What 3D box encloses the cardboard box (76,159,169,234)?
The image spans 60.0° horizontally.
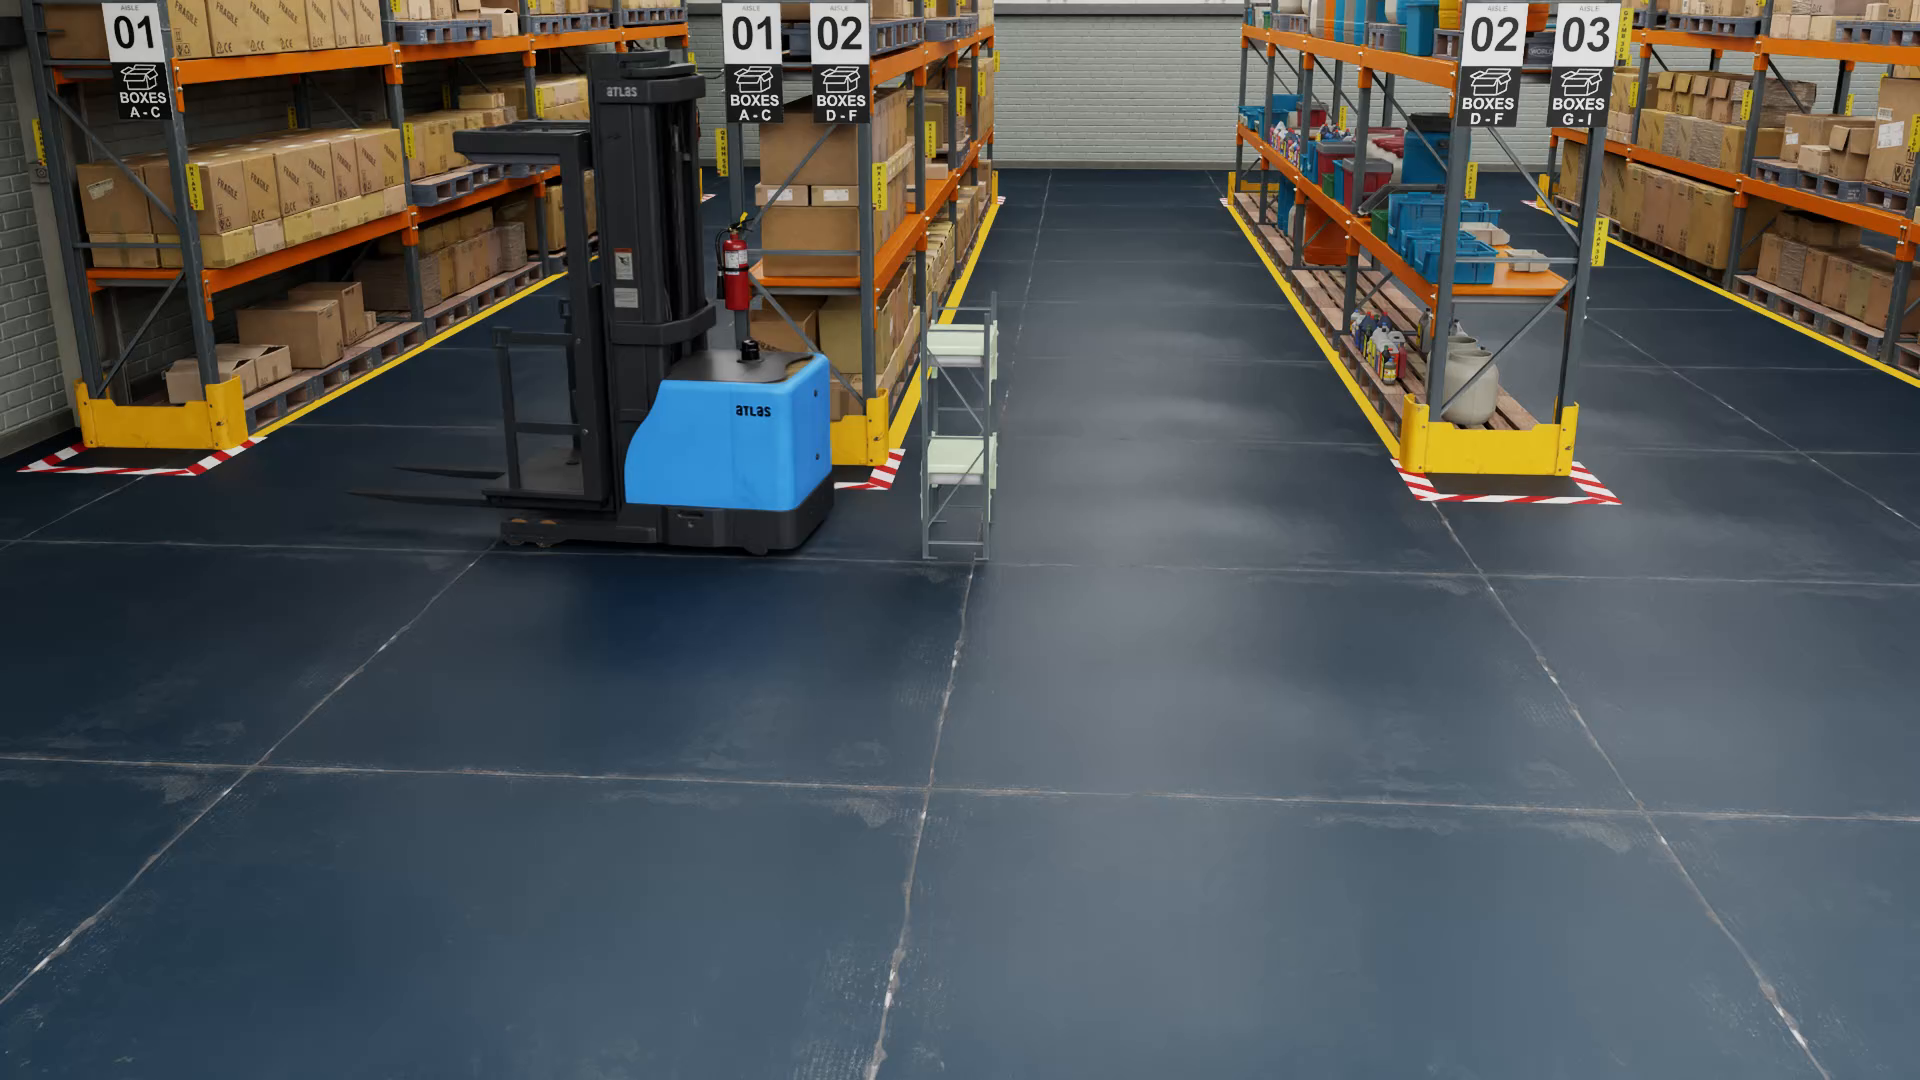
[{"bbox_3d":[-6.235,-2.589,12.512,0.500,0.500,0.500,1,18,3],"label":"cardboard box"}]

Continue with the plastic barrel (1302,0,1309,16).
[{"bbox_3d":[4.376,-6.651,20.192,0.433,0.535,0.433,0,18,0],"label":"plastic barrel"}]

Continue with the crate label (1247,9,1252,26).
[{"bbox_3d":[4.584,-7.967,25.342,0.408,0.251,0.502,1,18,4],"label":"crate label"}]

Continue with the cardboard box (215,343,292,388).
[{"bbox_3d":[-5.876,-1.465,13.688,0.500,0.311,0.500,3,18,8],"label":"cardboard box"}]

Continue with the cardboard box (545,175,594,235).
[{"bbox_3d":[-5.230,-4.304,21.518,0.750,0.750,0.750,1,18,4],"label":"cardboard box"}]

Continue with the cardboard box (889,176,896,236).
[{"bbox_3d":[-0.925,-2.866,14.193,0.700,0.500,0.500,2,18,5],"label":"cardboard box"}]

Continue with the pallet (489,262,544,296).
[{"bbox_3d":[-5.540,-3.060,19.424,1.003,0.211,1.213,1,18,4],"label":"pallet"}]

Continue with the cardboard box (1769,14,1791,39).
[{"bbox_3d":[9.051,-5.510,17.846,0.500,0.250,0.500,2,18,5],"label":"cardboard box"}]

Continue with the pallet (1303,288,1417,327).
[{"bbox_3d":[4.214,-2.464,17.605,1.003,0.211,1.213,1,18,4],"label":"pallet"}]

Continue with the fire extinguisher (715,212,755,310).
[{"bbox_3d":[-1.587,-1.971,11.745,0.296,0.674,0.183,1,18,4],"label":"fire extinguisher"}]

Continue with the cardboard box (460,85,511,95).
[{"bbox_3d":[-5.709,-5.330,19.996,0.500,0.250,0.500,2,18,5],"label":"cardboard box"}]

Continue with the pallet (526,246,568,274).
[{"bbox_3d":[-5.351,-3.546,20.907,1.003,0.211,1.213,1,18,4],"label":"pallet"}]

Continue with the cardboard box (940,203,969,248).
[{"bbox_3d":[-0.151,-3.993,21.101,0.500,0.500,0.500,1,18,3],"label":"cardboard box"}]

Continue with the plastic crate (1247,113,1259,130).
[{"bbox_3d":[4.510,-6.269,24.911,0.416,0.233,0.300,1,18,4],"label":"plastic crate"}]

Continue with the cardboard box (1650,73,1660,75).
[{"bbox_3d":[9.958,-6.261,23.272,0.500,0.500,0.500,1,18,4],"label":"cardboard box"}]

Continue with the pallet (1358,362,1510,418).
[{"bbox_3d":[3.937,-1.252,13.905,1.003,0.211,1.213,1,18,4],"label":"pallet"}]

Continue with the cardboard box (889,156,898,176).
[{"bbox_3d":[-0.727,-3.149,14.013,0.380,0.149,0.250,2,18,5],"label":"cardboard box"}]

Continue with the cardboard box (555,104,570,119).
[{"bbox_3d":[-5.146,-5.134,20.604,0.500,0.500,0.500,2,18,6],"label":"cardboard box"}]

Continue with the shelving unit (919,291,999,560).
[{"bbox_3d":[0.000,-0.711,10.183,0.431,1.500,0.755,1,18,4],"label":"shelving unit"}]

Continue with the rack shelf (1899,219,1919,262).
[{"bbox_3d":[8.909,-2.091,13.143,1.077,0.370,4.000,1,18,4],"label":"rack shelf"}]

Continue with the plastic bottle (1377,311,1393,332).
[{"bbox_3d":[3.784,-1.870,14.861,0.144,0.351,0.185,1,18,4],"label":"plastic bottle"}]

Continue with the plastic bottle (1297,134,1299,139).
[{"bbox_3d":[4.284,-4.994,21.054,0.097,0.271,0.097,0,18,0],"label":"plastic bottle"}]

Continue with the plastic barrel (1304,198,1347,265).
[{"bbox_3d":[4.417,-3.728,19.793,0.600,0.830,0.708,1,18,4],"label":"plastic barrel"}]

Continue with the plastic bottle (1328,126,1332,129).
[{"bbox_3d":[4.980,-5.461,22.470,0.152,0.276,0.135,1,18,4],"label":"plastic bottle"}]

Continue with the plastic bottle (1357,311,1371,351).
[{"bbox_3d":[3.640,-1.874,14.871,0.144,0.351,0.185,2,18,5],"label":"plastic bottle"}]

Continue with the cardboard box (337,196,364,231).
[{"bbox_3d":[-5.566,-2.859,14.540,0.500,0.250,0.500,1,18,4],"label":"cardboard box"}]

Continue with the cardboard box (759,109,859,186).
[{"bbox_3d":[-1.065,-2.859,12.088,0.700,0.500,0.500,1,18,4],"label":"cardboard box"}]

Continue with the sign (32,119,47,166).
[{"bbox_3d":[-6.608,-2.863,11.975,0.100,0.325,0.005,1,18,4],"label":"sign"}]

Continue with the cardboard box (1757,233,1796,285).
[{"bbox_3d":[9.311,-3.109,18.402,0.700,0.500,0.500,0,18,1],"label":"cardboard box"}]

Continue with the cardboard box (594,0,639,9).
[{"bbox_3d":[-4.884,-7.680,23.634,0.500,0.250,0.500,1,18,4],"label":"cardboard box"}]

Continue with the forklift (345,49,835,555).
[{"bbox_3d":[-2.387,-1.505,10.309,3.031,2.935,1.130,3,18,10],"label":"forklift"}]

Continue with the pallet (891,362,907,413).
[{"bbox_3d":[-1.012,-1.325,14.129,1.003,0.211,1.213,1,18,4],"label":"pallet"}]

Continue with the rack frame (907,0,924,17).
[{"bbox_3d":[-0.828,-6.127,14.671,1.000,3.000,0.127,1,18,4],"label":"rack frame"}]

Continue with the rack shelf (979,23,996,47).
[{"bbox_3d":[-0.111,-7.466,24.728,1.077,0.370,4.000,1,18,4],"label":"rack shelf"}]

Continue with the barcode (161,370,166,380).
[{"bbox_3d":[-6.315,-1.307,13.190,0.001,0.075,0.075,1,18,4],"label":"barcode"}]

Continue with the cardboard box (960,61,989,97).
[{"bbox_3d":[0.170,-6.904,24.910,0.500,0.500,0.500,2,18,6],"label":"cardboard box"}]

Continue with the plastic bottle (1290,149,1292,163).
[{"bbox_3d":[4.080,-4.706,20.287,0.097,0.201,0.097,0,18,0],"label":"plastic bottle"}]

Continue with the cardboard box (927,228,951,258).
[{"bbox_3d":[-0.364,-3.348,18.665,0.500,0.311,0.500,1,18,3],"label":"cardboard box"}]

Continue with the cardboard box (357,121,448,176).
[{"bbox_3d":[-5.652,-3.973,16.864,0.700,0.500,0.500,3,18,10],"label":"cardboard box"}]

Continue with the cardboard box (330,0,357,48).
[{"bbox_3d":[-5.608,-4.549,14.479,0.500,0.500,0.500,0,18,-1],"label":"cardboard box"}]

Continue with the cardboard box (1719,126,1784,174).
[{"bbox_3d":[9.127,-4.503,19.187,0.500,0.500,0.500,2,18,6],"label":"cardboard box"}]

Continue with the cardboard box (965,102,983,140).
[{"bbox_3d":[0.053,-5.961,23.637,0.500,0.500,0.500,2,18,5],"label":"cardboard box"}]

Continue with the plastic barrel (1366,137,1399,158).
[{"bbox_3d":[4.508,-4.005,17.649,0.421,0.512,0.421,0,18,0],"label":"plastic barrel"}]

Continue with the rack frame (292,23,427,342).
[{"bbox_3d":[-5.770,-3.386,15.939,1.000,3.000,0.127,1,18,4],"label":"rack frame"}]

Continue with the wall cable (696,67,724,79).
[{"bbox_3d":[-4.147,-10.237,32.199,3.097,2.526,0.112,1,18,4],"label":"wall cable"}]

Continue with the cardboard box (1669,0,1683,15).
[{"bbox_3d":[9.594,-7.031,21.411,0.700,0.500,0.500,2,18,5],"label":"cardboard box"}]

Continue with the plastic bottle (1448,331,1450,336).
[{"bbox_3d":[4.195,-1.668,14.353,0.061,0.283,0.133,1,18,4],"label":"plastic bottle"}]

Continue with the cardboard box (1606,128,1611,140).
[{"bbox_3d":[9.376,-5.761,23.591,0.380,0.149,0.250,2,18,5],"label":"cardboard box"}]

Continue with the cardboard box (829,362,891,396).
[{"bbox_3d":[-0.823,-1.244,13.144,0.500,0.250,0.500,1,18,4],"label":"cardboard box"}]

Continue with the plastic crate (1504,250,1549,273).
[{"bbox_3d":[4.210,-2.068,12.340,0.298,0.136,0.250,1,18,4],"label":"plastic crate"}]

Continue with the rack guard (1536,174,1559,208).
[{"bbox_3d":[9.914,-5.601,26.713,1.175,0.500,0.348,1,18,4],"label":"rack guard"}]

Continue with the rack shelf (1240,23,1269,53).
[{"bbox_3d":[4.829,-7.354,24.387,1.077,0.370,4.000,1,18,4],"label":"rack shelf"}]

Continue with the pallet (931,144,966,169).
[{"bbox_3d":[-0.563,-4.640,20.073,1.213,0.211,1.003,1,18,4],"label":"pallet"}]

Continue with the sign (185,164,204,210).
[{"bbox_3d":[-5.515,-2.543,11.976,0.100,0.325,0.005,1,18,4],"label":"sign"}]

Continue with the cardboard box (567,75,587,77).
[{"bbox_3d":[-5.021,-6.116,22.396,0.500,0.250,0.500,2,18,5],"label":"cardboard box"}]

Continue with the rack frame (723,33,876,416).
[{"bbox_3d":[-1.115,-2.034,11.814,1.000,3.000,0.127,1,18,4],"label":"rack frame"}]

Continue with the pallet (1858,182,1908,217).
[{"bbox_3d":[9.252,-3.197,15.671,1.003,0.211,1.213,1,18,4],"label":"pallet"}]
